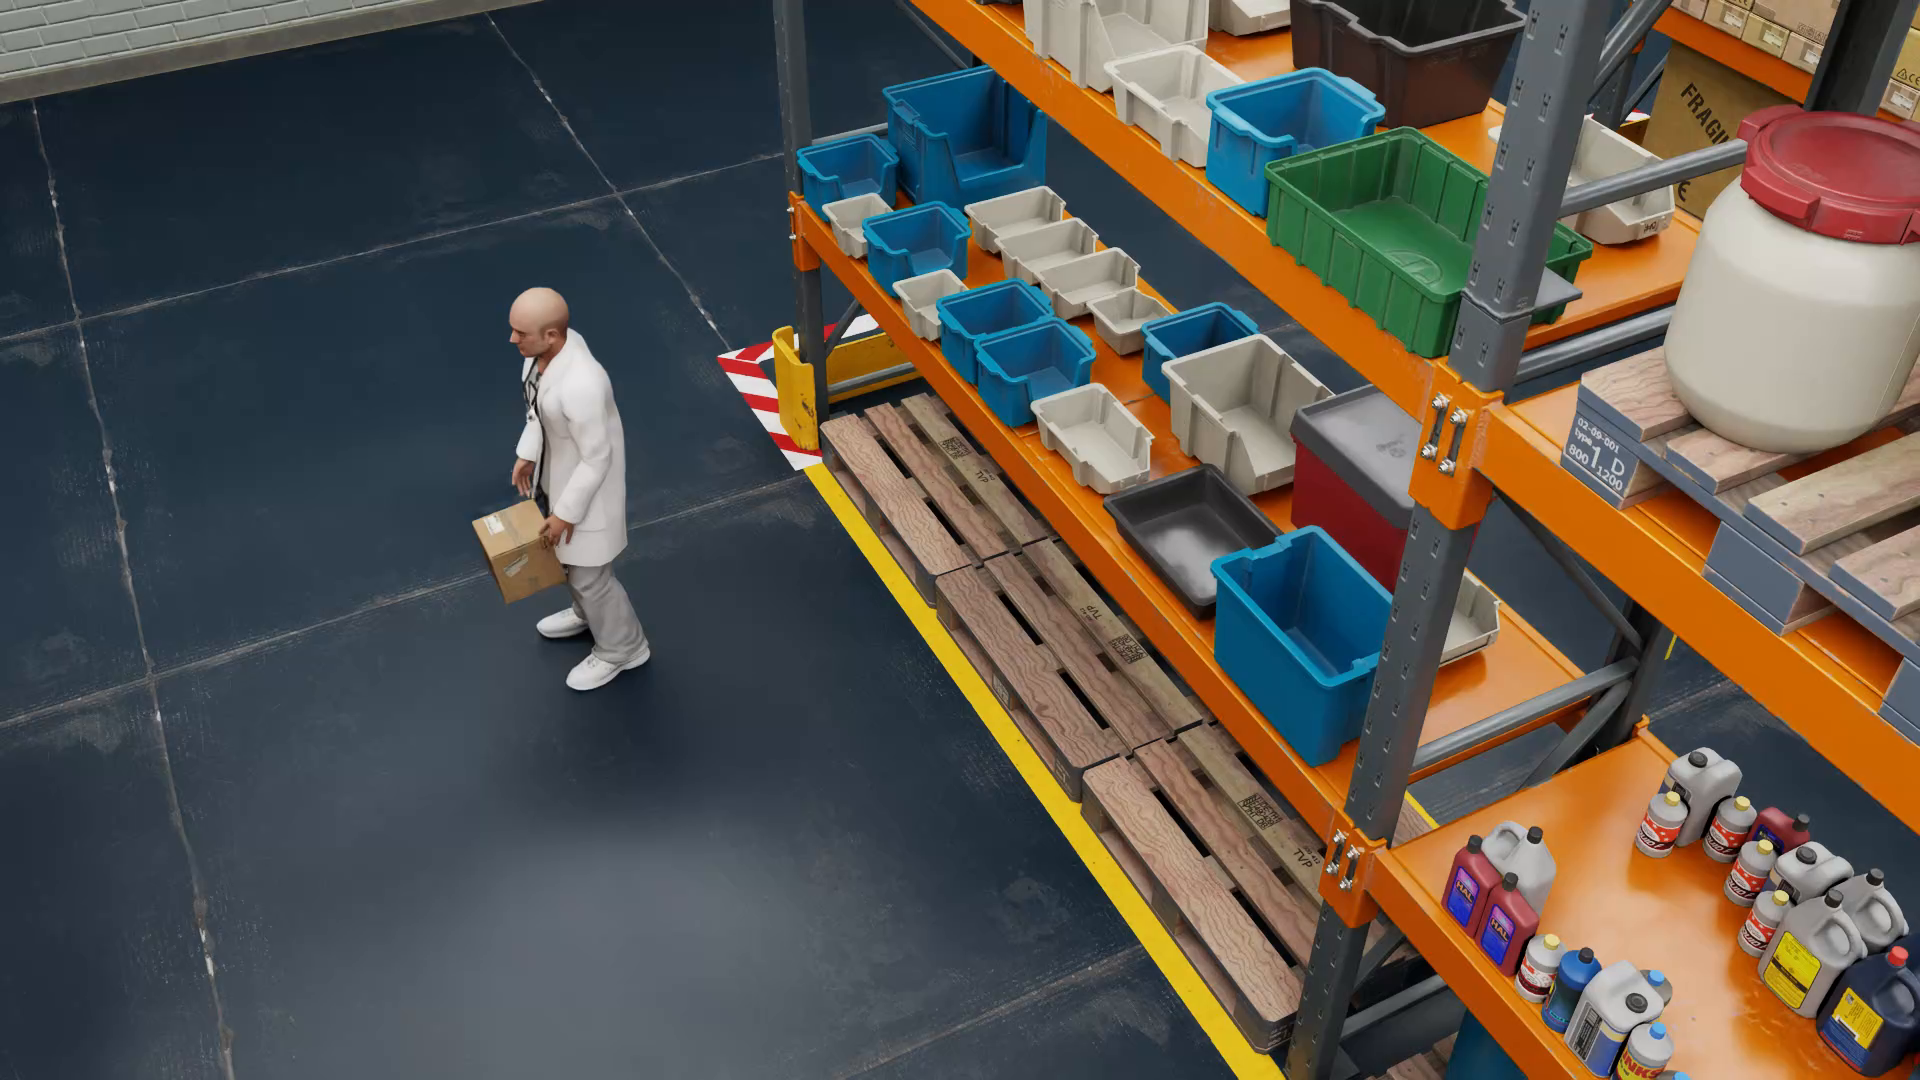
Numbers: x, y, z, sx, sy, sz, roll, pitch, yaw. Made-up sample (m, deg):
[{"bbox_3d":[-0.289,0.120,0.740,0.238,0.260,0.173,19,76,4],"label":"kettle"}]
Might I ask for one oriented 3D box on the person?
[{"bbox_3d":[-1.492,-0.206,6.404,0.424,1.779,0.586,-20,44,-21],"label":"person"}]
